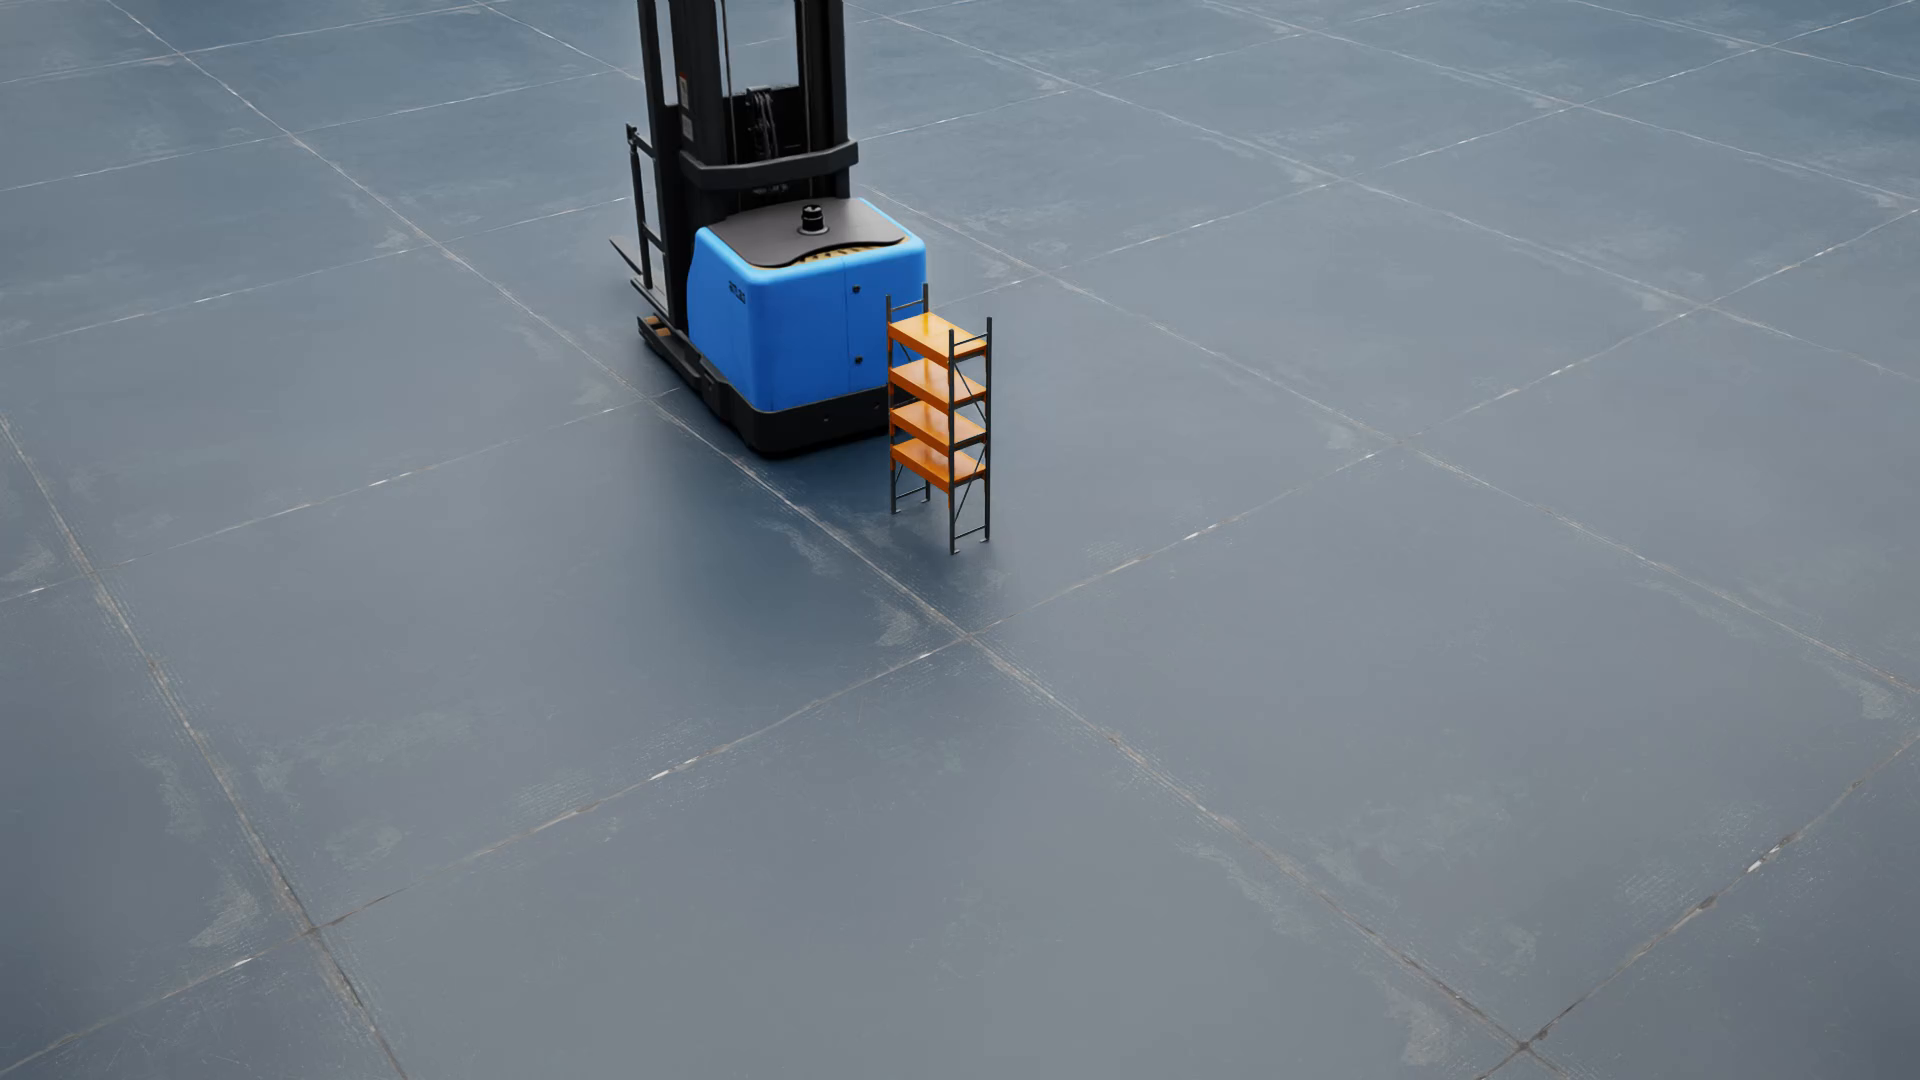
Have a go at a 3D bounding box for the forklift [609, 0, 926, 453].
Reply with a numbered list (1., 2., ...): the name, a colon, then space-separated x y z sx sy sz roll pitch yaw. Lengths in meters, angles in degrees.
1. forklift: -1.314 -2.463 9.437 1.130 2.935 3.031 -16 35 -24

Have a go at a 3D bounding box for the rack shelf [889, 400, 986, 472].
1. rack shelf: -0.102 -0.522 8.080 0.258 0.148 0.480 -22 38 -31

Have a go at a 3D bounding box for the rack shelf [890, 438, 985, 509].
1. rack shelf: -0.102 -0.353 8.185 0.258 0.148 0.480 -22 38 -31

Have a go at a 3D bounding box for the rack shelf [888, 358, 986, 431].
1. rack shelf: -0.102 -0.712 7.962 0.258 0.148 0.480 -22 38 -31

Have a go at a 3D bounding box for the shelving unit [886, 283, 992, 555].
1. shelving unit: -0.102 -0.579 8.045 0.258 1.200 0.503 -22 38 -31

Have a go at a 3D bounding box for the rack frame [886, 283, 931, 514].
1. rack frame: -0.251 -0.680 8.208 0.240 1.200 0.015 -22 38 -31

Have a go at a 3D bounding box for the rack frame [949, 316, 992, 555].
1. rack frame: 0.048 -0.477 7.881 0.240 1.200 0.015 -22 38 -31

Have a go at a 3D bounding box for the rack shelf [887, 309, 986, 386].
1. rack shelf: -0.101 -0.913 7.837 0.258 0.148 0.480 -22 38 -31
